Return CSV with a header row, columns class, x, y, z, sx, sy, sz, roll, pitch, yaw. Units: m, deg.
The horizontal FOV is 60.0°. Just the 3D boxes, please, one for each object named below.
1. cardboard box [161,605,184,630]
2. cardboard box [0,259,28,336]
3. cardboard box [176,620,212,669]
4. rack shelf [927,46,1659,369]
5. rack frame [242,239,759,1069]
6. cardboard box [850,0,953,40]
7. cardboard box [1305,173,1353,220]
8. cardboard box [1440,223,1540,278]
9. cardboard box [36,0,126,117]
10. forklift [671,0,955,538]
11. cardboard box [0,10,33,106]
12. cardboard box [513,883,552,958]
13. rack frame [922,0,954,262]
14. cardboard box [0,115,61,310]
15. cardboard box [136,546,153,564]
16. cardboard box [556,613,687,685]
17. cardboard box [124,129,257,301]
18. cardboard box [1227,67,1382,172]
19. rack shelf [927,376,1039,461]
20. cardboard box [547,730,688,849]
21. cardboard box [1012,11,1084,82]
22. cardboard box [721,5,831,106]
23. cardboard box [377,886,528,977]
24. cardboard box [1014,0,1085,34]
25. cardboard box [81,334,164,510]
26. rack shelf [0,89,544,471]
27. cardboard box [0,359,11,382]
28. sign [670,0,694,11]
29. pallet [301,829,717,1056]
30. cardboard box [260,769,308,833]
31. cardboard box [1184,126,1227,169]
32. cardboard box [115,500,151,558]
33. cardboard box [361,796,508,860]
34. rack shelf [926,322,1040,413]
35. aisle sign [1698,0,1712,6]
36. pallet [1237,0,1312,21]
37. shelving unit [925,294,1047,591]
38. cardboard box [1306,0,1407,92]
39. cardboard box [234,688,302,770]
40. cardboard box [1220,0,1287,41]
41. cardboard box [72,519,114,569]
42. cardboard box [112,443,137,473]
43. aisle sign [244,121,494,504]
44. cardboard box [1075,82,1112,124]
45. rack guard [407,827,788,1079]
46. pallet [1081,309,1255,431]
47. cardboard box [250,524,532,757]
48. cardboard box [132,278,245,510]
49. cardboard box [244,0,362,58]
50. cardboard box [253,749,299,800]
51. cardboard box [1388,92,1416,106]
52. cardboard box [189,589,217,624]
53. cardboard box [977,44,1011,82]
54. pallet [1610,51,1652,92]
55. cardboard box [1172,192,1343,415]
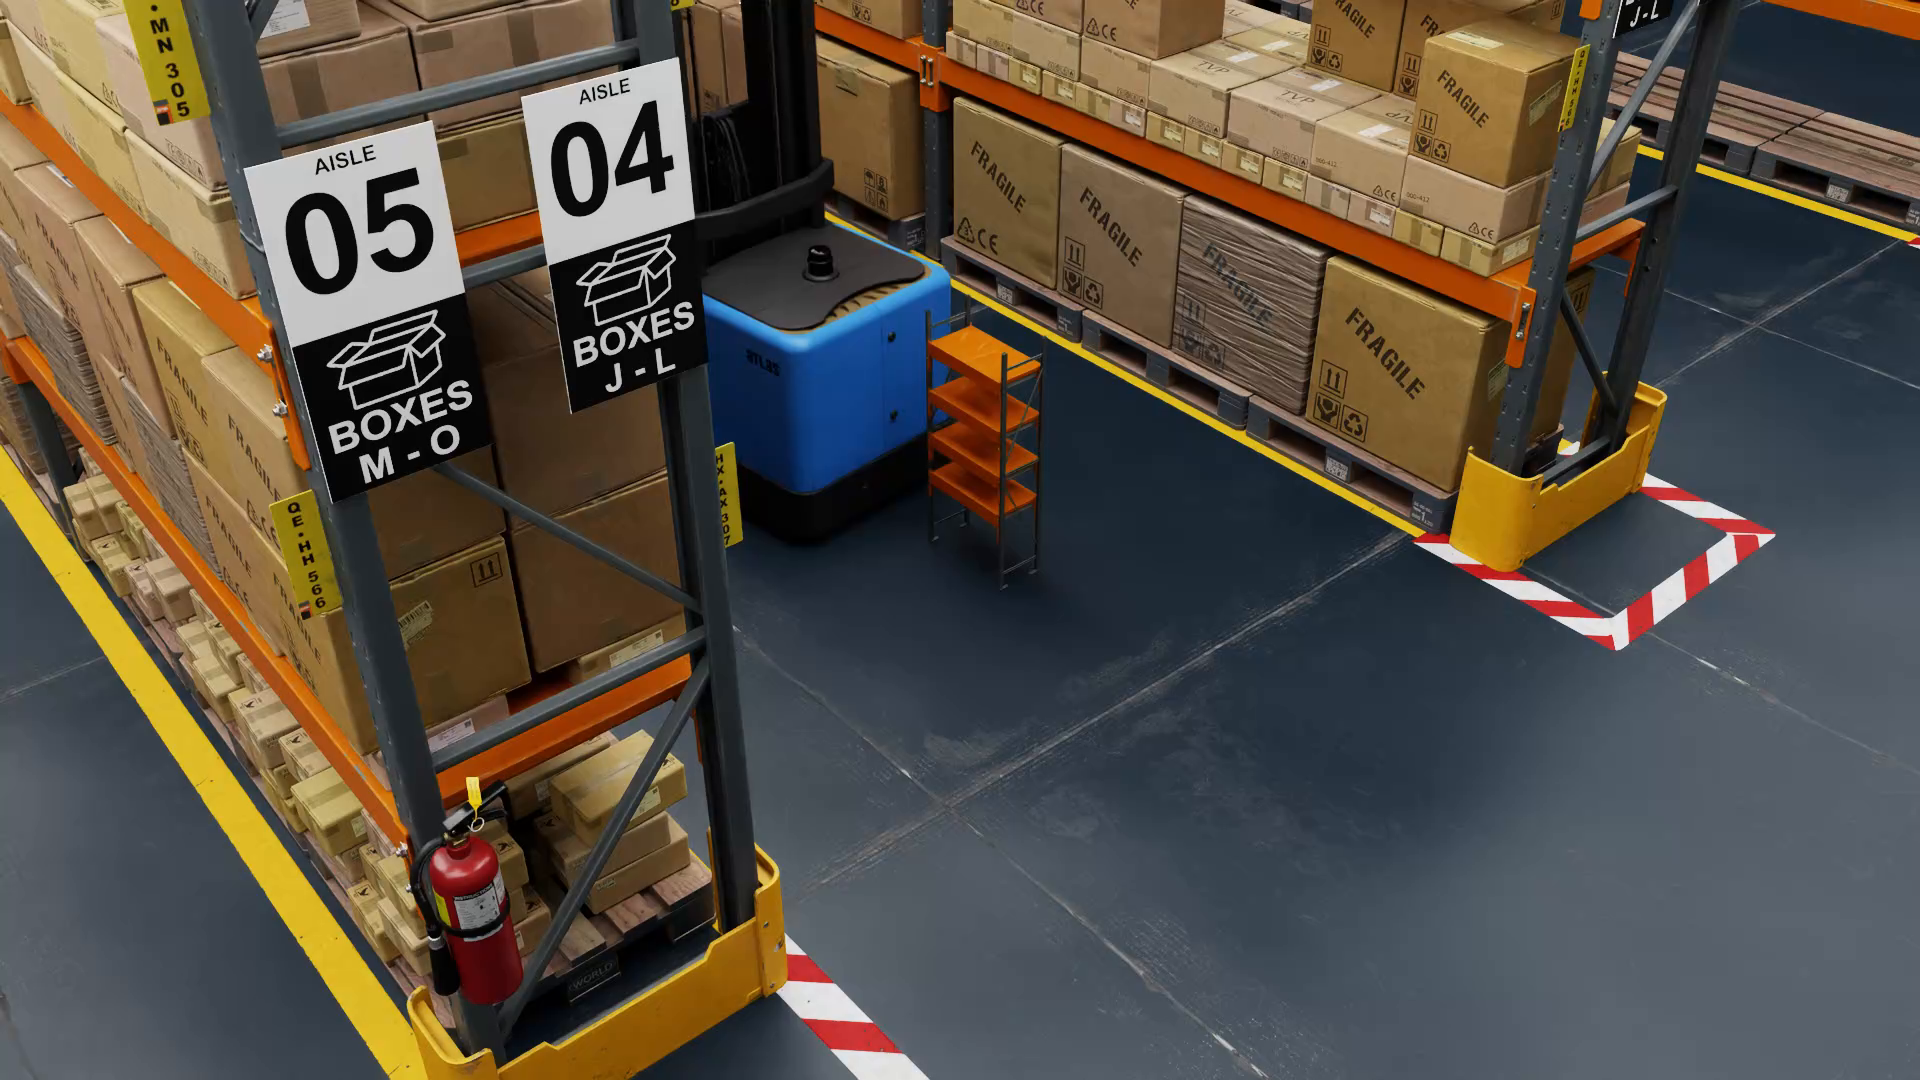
class,x,y,z,sx,sy,sz,roll,pitch,yaw
cardboard box,-3.083,0.249,6.907,0.380,0.149,0.250,-27,43,-33
cardboard box,-3.519,-1.175,6.470,0.500,0.500,0.500,-27,43,-33
cardboard box,-2.794,0.383,6.460,0.380,0.149,0.250,-26,43,-32
rack shelf,1.498,-1.954,8.536,1.077,0.370,4.000,-26,43,-32
rack frame,-1.065,0.441,4.532,1.000,3.000,0.127,-26,43,-32
cardboard box,-0.303,-3.276,9.694,0.500,0.500,0.500,-26,43,-32
cardboard box,1.816,-1.633,7.678,0.380,0.149,0.250,-25,42,-31
cardboard box,2.308,-1.296,7.203,0.380,0.149,0.250,-25,42,-31
cardboard box,-1.888,-1.260,4.036,0.500,0.250,0.500,-27,44,-33
forklift,-1.444,-1.942,7.956,3.031,2.935,1.130,28,44,34
cardboard box,-2.564,-1.498,4.805,0.500,0.250,0.500,-24,42,-30
cardboard box,-1.564,1.278,5.453,0.380,0.149,0.250,-25,42,-31
rack frame,0.208,-3.131,9.575,1.000,3.000,0.127,-26,43,-32
cardboard box,-2.894,-1.148,5.567,0.500,0.500,0.500,-25,42,-31
cardboard box,-3.240,-0.003,7.005,0.380,0.149,0.250,-26,43,-32
cardboard box,-1.024,0.278,4.980,0.380,0.149,0.250,-26,43,-32
cardboard box,-1.561,-0.824,3.853,0.500,0.250,0.500,-27,43,-33
cardboard box,1.618,-1.989,7.835,0.500,0.250,0.500,-28,44,-33
rack shelf,0.107,-0.544,7.210,0.258,0.148,0.480,-26,43,-32
cardboard box,-1.144,0.832,5.569,0.380,0.149,0.250,-28,44,-34
cardboard box,0.628,-2.664,8.789,0.500,0.250,0.500,-26,43,-32
cardboard box,-0.798,-3.104,11.013,1.225,0.875,0.875,-28,44,-33
cardboard box,-1.624,1.185,5.328,0.380,0.149,0.250,-27,44,-33
cardboard box,0.633,-2.970,8.571,0.500,0.500,0.500,-26,43,-32
cardboard box,-2.529,-0.497,5.513,0.500,0.500,0.500,-24,42,-30
rack shelf,-2.356,-1.373,5.120,1.077,0.370,4.000,-26,43,-32
cardboard box,-4.320,-1.017,7.741,0.500,0.250,0.500,-27,44,-33
sign,-0.651,-1.343,3.699,0.100,0.325,0.005,-26,43,-32
pallet,-1.611,1.173,5.911,1.003,0.211,1.213,-26,43,-32
cardboard box,-2.294,0.860,6.043,0.380,0.149,0.250,-28,44,-34
cardboard box,1.321,-1.971,8.156,0.380,0.149,0.250,-25,42,-31
cardboard box,-3.249,-0.110,6.898,0.380,0.149,0.250,-27,43,-32
cardboard box,-1.719,0.918,5.446,0.380,0.149,0.250,-25,42,-31
rack shelf,0.107,-0.737,7.073,0.258,0.148,0.480,-26,43,-32
aisle sign,3.065,-2.506,6.443,0.394,0.787,0.004,-26,43,-32
pallet,2.734,-4.735,14.253,1.003,0.211,1.213,-26,43,-32
shelving unit,0.107,-0.417,7.300,0.258,1.200,0.503,-26,43,-32
cardboard box,2.024,-2.491,7.895,0.500,0.500,0.500,-27,44,-33
cardboard box,-2.317,0.616,5.874,0.380,0.149,0.250,-24,42,-30
cardboard box,1.358,-2.641,8.756,0.500,0.250,0.500,-25,42,-31
cardboard box,-3.657,-0.053,7.332,0.380,0.149,0.250,-28,44,-34
cardboard box,-2.827,-0.412,5.954,0.380,0.149,0.250,-24,42,-30
aisle sign,-1.247,-0.476,3.577,0.394,0.787,0.004,-26,43,-32
cardboard box,0.821,-2.313,8.638,0.380,0.149,0.250,-27,43,-32
rack guard,-1.114,1.427,5.302,1.175,0.500,0.348,-26,43,-32
pallet,1.430,-1.089,9.105,1.003,0.211,1.213,-26,43,-32
cardboard box,-1.552,0.176,4.562,0.500,0.500,0.500,-25,42,-31
cardboard box,-1.877,-0.462,4.599,0.500,0.500,0.500,-28,44,-33
cardboard box,-1.504,-1.126,3.502,0.380,0.149,0.250,-26,43,-32
cardboard box,-2.305,0.732,5.967,0.380,0.149,0.250,-25,42,-31
cardboard box,2.345,-1.964,7.801,0.500,0.250,0.500,-27,43,-32
cardboard box,-2.723,0.229,6.419,0.380,0.149,0.250,-28,44,-34
cardboard box,0.314,-2.657,9.124,0.380,0.149,0.250,-28,44,-33
pallet,4.495,-3.530,12.551,1.003,0.211,1.213,-26,43,-32
cardboard box,1.728,-1.323,8.498,0.875,0.875,0.875,-26,43,-32
